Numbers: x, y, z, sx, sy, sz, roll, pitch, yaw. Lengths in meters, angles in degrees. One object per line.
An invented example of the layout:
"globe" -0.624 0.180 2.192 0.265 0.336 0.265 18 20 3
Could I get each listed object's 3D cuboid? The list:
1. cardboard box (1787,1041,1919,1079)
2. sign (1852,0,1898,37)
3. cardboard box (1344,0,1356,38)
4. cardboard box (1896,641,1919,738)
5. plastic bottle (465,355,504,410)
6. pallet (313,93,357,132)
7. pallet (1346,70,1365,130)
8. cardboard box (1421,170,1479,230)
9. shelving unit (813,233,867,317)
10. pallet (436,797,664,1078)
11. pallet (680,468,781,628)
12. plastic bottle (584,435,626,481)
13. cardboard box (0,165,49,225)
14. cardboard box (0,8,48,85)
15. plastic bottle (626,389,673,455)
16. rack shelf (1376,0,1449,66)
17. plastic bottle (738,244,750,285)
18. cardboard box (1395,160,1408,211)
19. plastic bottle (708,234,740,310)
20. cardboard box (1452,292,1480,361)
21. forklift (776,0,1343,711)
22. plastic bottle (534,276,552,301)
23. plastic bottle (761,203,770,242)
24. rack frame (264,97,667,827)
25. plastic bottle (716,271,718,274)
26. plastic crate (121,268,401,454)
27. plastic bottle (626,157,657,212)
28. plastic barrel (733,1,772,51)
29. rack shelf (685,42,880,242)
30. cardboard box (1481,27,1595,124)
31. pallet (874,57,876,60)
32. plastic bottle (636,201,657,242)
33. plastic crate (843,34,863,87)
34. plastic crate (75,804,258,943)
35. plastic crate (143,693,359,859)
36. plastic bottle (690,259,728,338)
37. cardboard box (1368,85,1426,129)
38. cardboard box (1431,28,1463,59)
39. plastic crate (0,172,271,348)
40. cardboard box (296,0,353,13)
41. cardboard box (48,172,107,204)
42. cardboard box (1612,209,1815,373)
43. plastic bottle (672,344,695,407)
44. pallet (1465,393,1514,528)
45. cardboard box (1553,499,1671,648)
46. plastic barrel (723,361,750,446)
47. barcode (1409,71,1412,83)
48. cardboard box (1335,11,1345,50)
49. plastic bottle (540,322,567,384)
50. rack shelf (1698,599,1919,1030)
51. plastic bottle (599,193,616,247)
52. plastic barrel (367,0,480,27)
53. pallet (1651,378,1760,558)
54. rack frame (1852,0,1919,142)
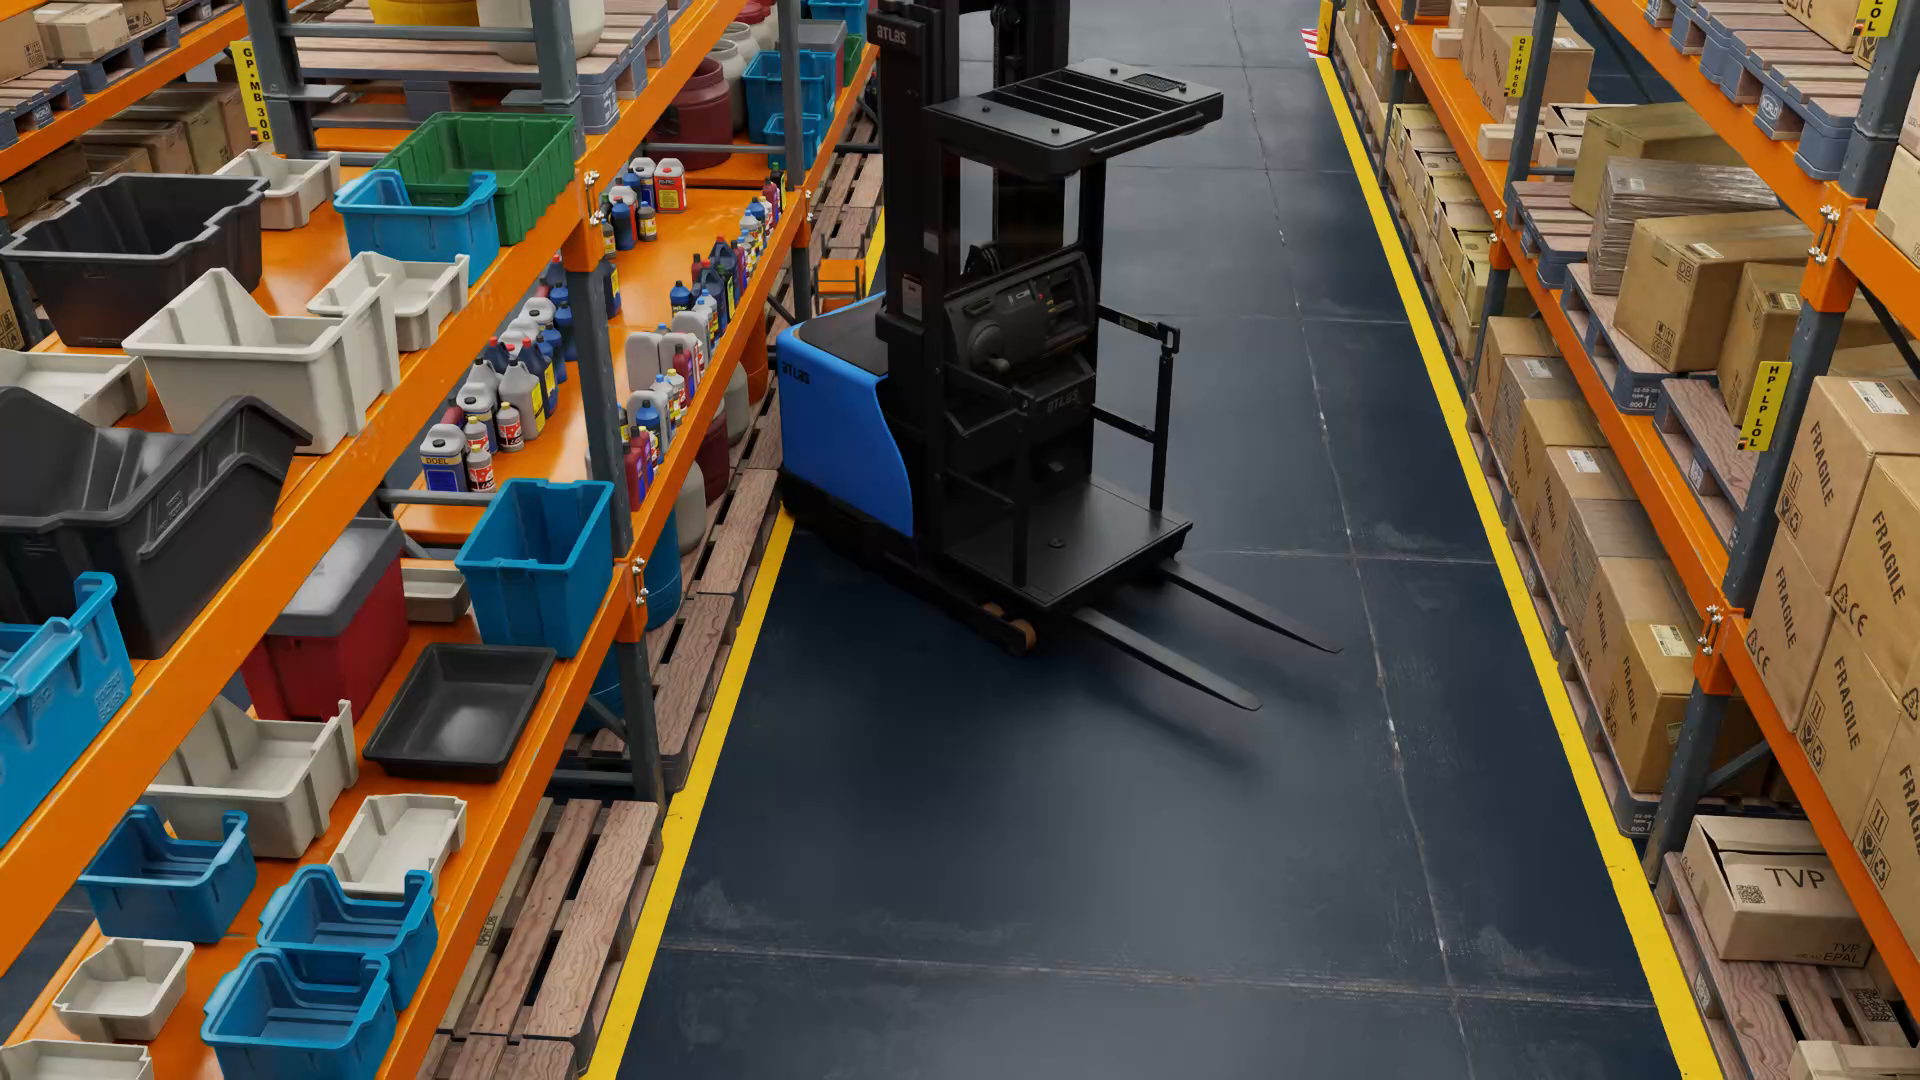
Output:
"cardboard box" 2.904 1.756 5.323 0.380 0.166 0.250 2 32 4
"sign" 2.661 -1.612 4.780 0.100 0.325 0.005 2 32 4
"cardboard box" 3.887 -4.996 15.503 0.500 0.500 0.500 2 32 4
"cardboard box" 2.811 0.379 4.228 0.500 0.500 0.500 2 32 3
"plastic bottle" -1.974 -0.613 6.932 0.144 0.351 0.185 2 32 4
"pallet" -5.988 -3.700 14.552 1.003 0.211 1.213 2 32 4
"pallet" 4.069 -3.976 15.000 1.003 0.211 1.213 2 32 4
"cardboard box" 3.460 -2.347 11.385 0.500 0.311 0.500 3 32 5
"shelving unit" -0.653 -1.058 9.316 0.258 1.200 0.503 0 31 0
"pallet" -1.744 1.434 6.222 1.003 0.211 1.213 2 32 4
"pallet" -1.521 0.006 8.538 1.003 0.211 1.213 2 32 4
"plastic bottle" -1.368 -0.310 6.440 0.144 0.351 0.185 2 32 4
"cardboard box" -6.309 -2.236 10.768 0.500 0.250 0.500 4 32 6
"cardboard box" -6.383 -3.244 10.659 0.700 0.500 0.500 7 32 11
"plastic bottle" -1.275 -0.504 6.826 0.152 0.276 0.135 2 32 4
"rack shelf" 4.028 -4.849 14.444 1.077 0.370 4.000 2 32 4
"plastic bottle" -1.106 -1.380 8.320 0.097 0.201 0.097 0 32 0
"cardboard box" 3.543 -2.650 12.411 0.500 0.250 0.500 3 32 5
"plastic bottle" -1.152 -1.301 8.049 0.144 0.351 0.185 2 32 4
"cardboard box" 3.339 -1.311 10.239 0.500 0.250 0.500 3 32 5
"forklift" 0.440 -1.013 7.601 1.130 2.935 3.031 -27 41 -37
"plastic bottle" -1.939 -1.079 7.753 0.061 0.283 0.133 2 32 4
"plastic bottle" -1.059 -1.685 8.815 0.097 0.201 0.097 0 32 0
"rack frame" -1.723 -0.139 6.117 1.000 3.000 0.127 2 32 4
"plastic bottle" -1.184 -1.190 7.933 0.061 0.283 0.133 2 32 4
"plastic crate" -1.560 -0.420 3.826 0.437 0.282 0.530 2 32 4
"plastic bottle" -1.754 -1.966 9.199 0.152 0.276 0.135 2 32 4
"plastic barrel" -1.463 -3.280 11.083 0.433 0.535 0.433 0 32 0
"rack shelf" -1.234 -2.970 11.397 1.077 0.370 4.000 2 32 4
"cardboard box" 3.660 -2.938 10.563 0.500 0.500 0.500 1 32 1
"pallet" -0.776 -4.761 16.274 1.003 0.211 1.213 2 32 4
"plastic bottle" -1.666 -1.696 8.833 0.097 0.201 0.097 0 32 0
"plastic crate" -0.932 -3.310 11.463 0.450 0.188 0.662 2 32 4
"plastic crate" -2.137 0.913 4.511 0.416 0.233 0.300 2 32 4
"plastic crate" -2.030 0.676 4.849 0.437 0.282 0.530 2 32 4
"plastic bottle" -1.178 -1.135 7.779 0.144 0.351 0.185 2 32 4
"cardboard box" 3.736 -3.630 14.002 0.500 0.250 0.500 2 32 4
"cardboard box" 3.590 -3.547 11.887 0.380 0.149 0.250 2 32 4
"plastic crate" -2.097 -0.723 4.329 0.497 0.269 0.590 2 32 4
"cardboard box" -5.834 -4.774 15.620 0.500 0.500 0.500 5 32 9
"cardboard box" -6.266 -2.207 11.436 0.700 0.500 0.500 0 32 0
"cardboard box" 3.296 -1.074 7.137 0.700 0.500 0.500 -5 32 -9
"plastic bottle" -1.195 -0.728 7.183 0.061 0.283 0.133 2 32 4
"pallet" 3.441 -0.441 9.265 1.003 0.211 1.213 2 32 4
"cardboard box" 3.058 0.161 7.594 0.500 0.500 0.500 3 32 5
"plastic barrel" -1.377 -0.795 9.152 0.421 0.512 0.421 0 32 0
"barcode" 3.430 -3.525 12.659 0.001 0.075 0.075 2 32 4
"cardboard box" 3.926 -4.938 16.124 0.500 0.250 0.500 2 32 4
"plastic bottle" -1.805 -0.834 7.367 0.097 0.271 0.097 0 32 0
"rack shelf" 3.051 1.426 4.262 1.077 0.370 4.000 2 32 4
"plastic bottle" -1.848 -1.659 8.694 0.061 0.283 0.133 2 32 4
"plastic barrel" -1.850 -2.161 5.959 0.600 0.588 0.600 0 32 0
"pallet" 3.388 -0.257 6.491 1.003 0.211 1.213 2 32 4
"rack frame" 3.214 -2.480 4.196 1.000 3.000 0.127 2 32 4
